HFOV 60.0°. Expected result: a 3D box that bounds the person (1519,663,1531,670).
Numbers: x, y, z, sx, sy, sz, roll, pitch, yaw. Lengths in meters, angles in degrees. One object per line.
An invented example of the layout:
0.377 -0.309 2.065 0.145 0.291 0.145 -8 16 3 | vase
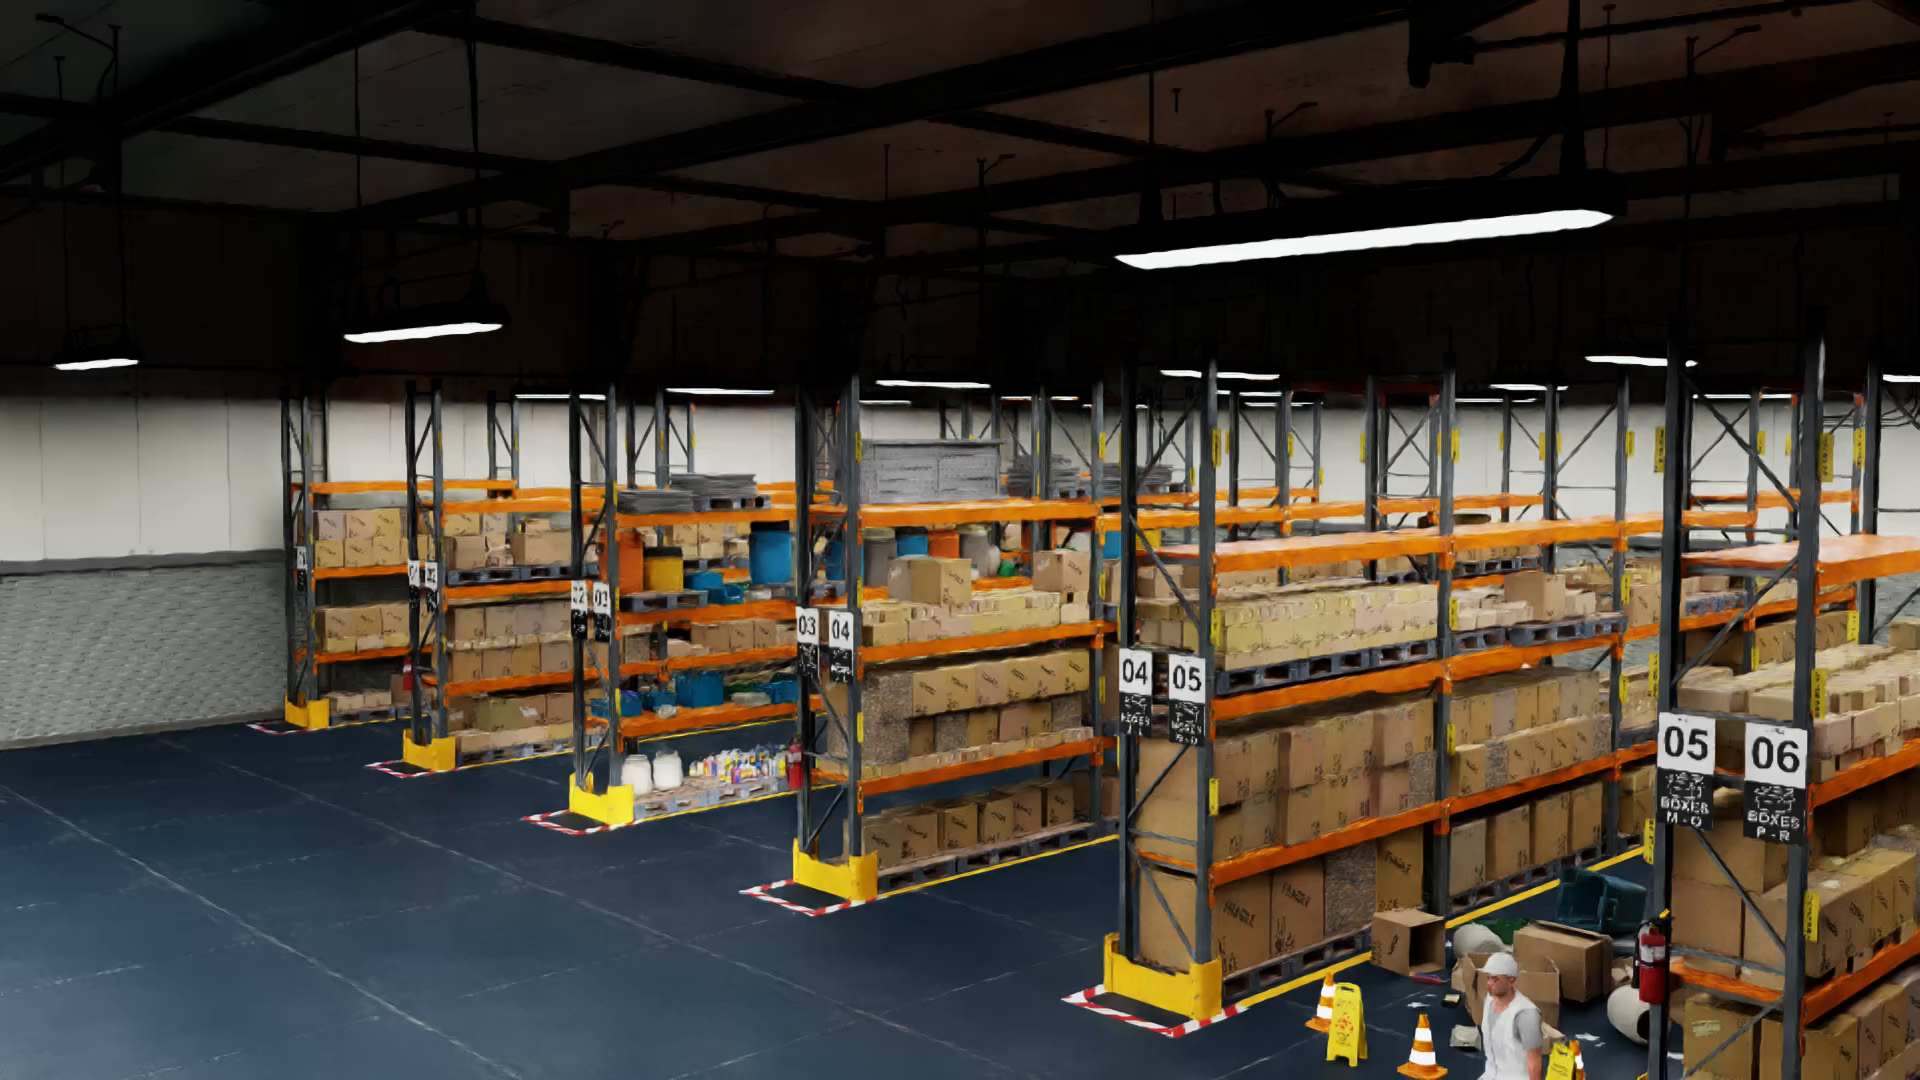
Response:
8.498 2.705 24.933 1.098 1.724 0.603 -4 5 -44 | person

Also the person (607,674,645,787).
-4.900 2.771 24.322 0.587 1.651 0.560 -2 4 -25 | person

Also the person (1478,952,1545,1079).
3.677 3.597 11.072 0.987 1.738 0.595 -2 4 -22 | person
